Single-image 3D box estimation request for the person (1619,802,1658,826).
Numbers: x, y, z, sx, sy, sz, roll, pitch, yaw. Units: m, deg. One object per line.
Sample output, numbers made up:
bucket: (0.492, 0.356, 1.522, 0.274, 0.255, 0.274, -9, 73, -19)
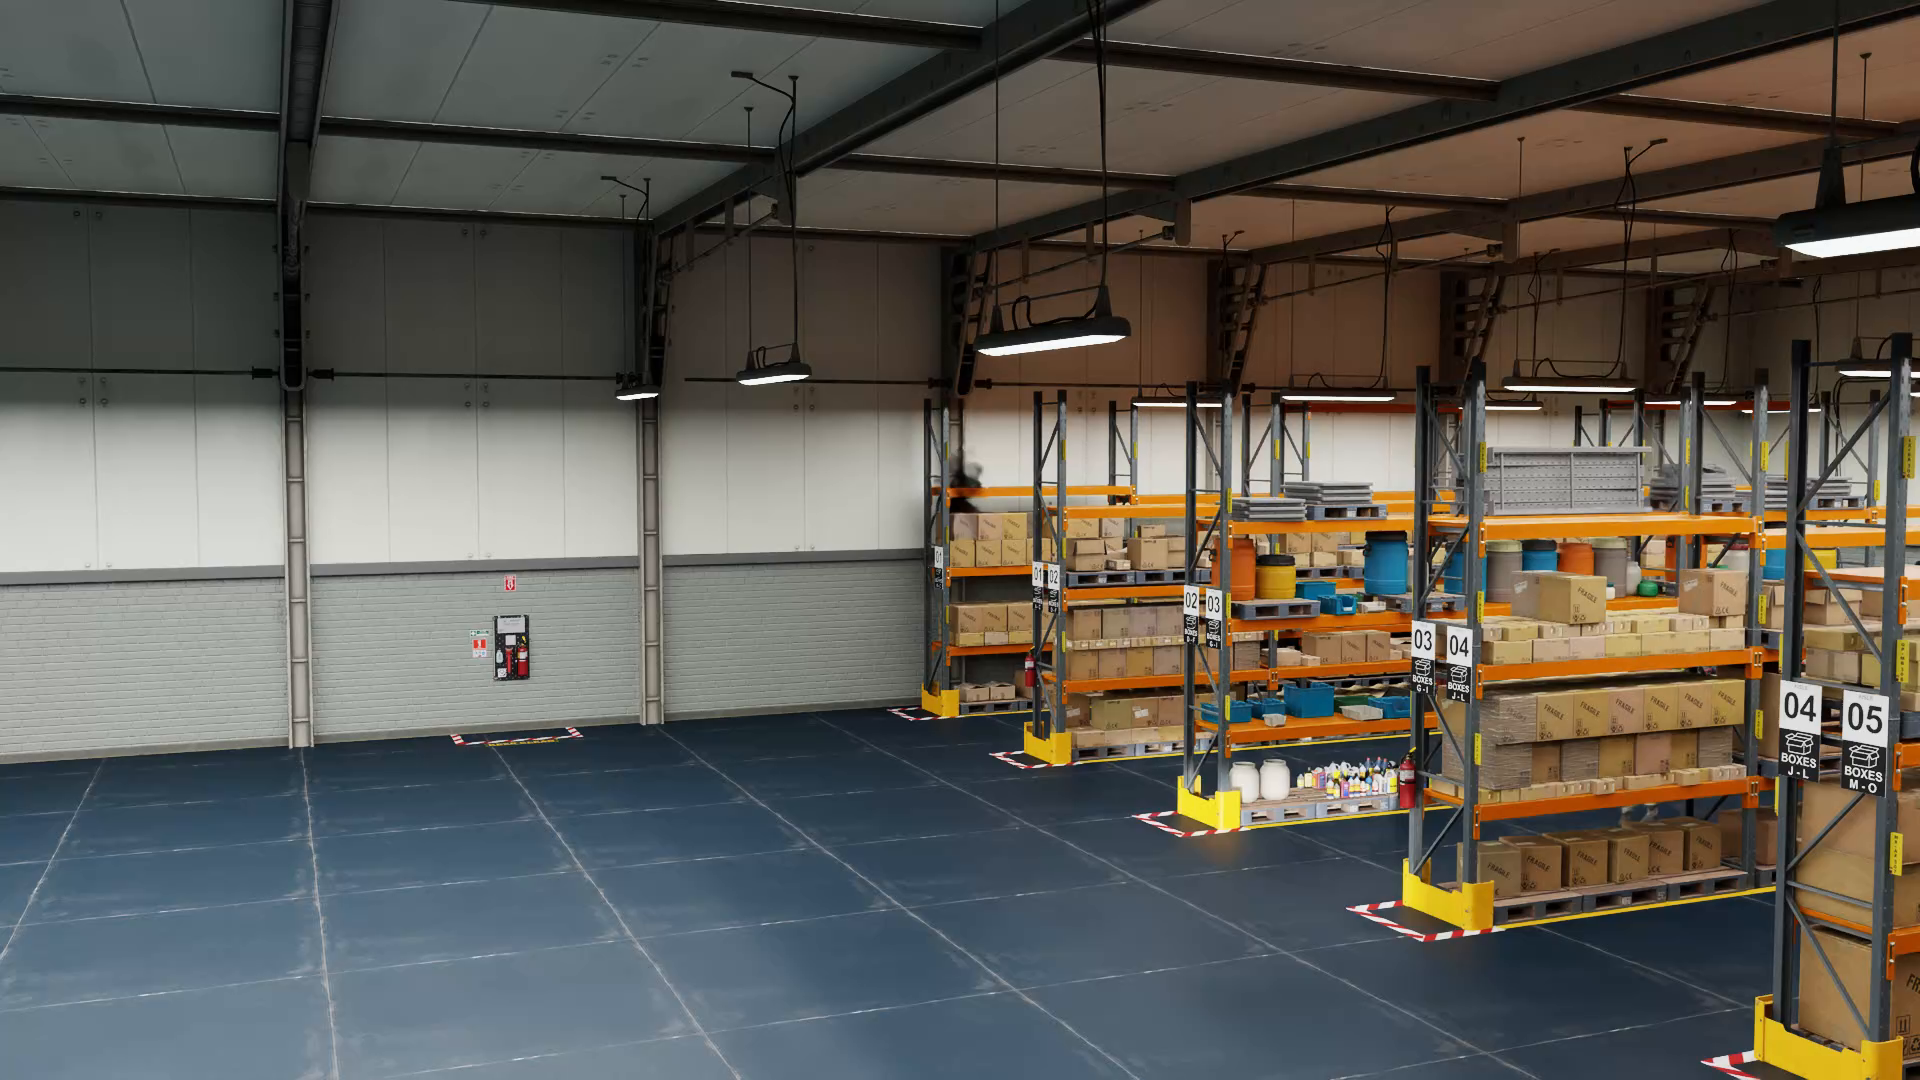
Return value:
person: (9.144, 3.088, 22.345, 0.719, 1.565, 0.614, -2, 4, -27)
